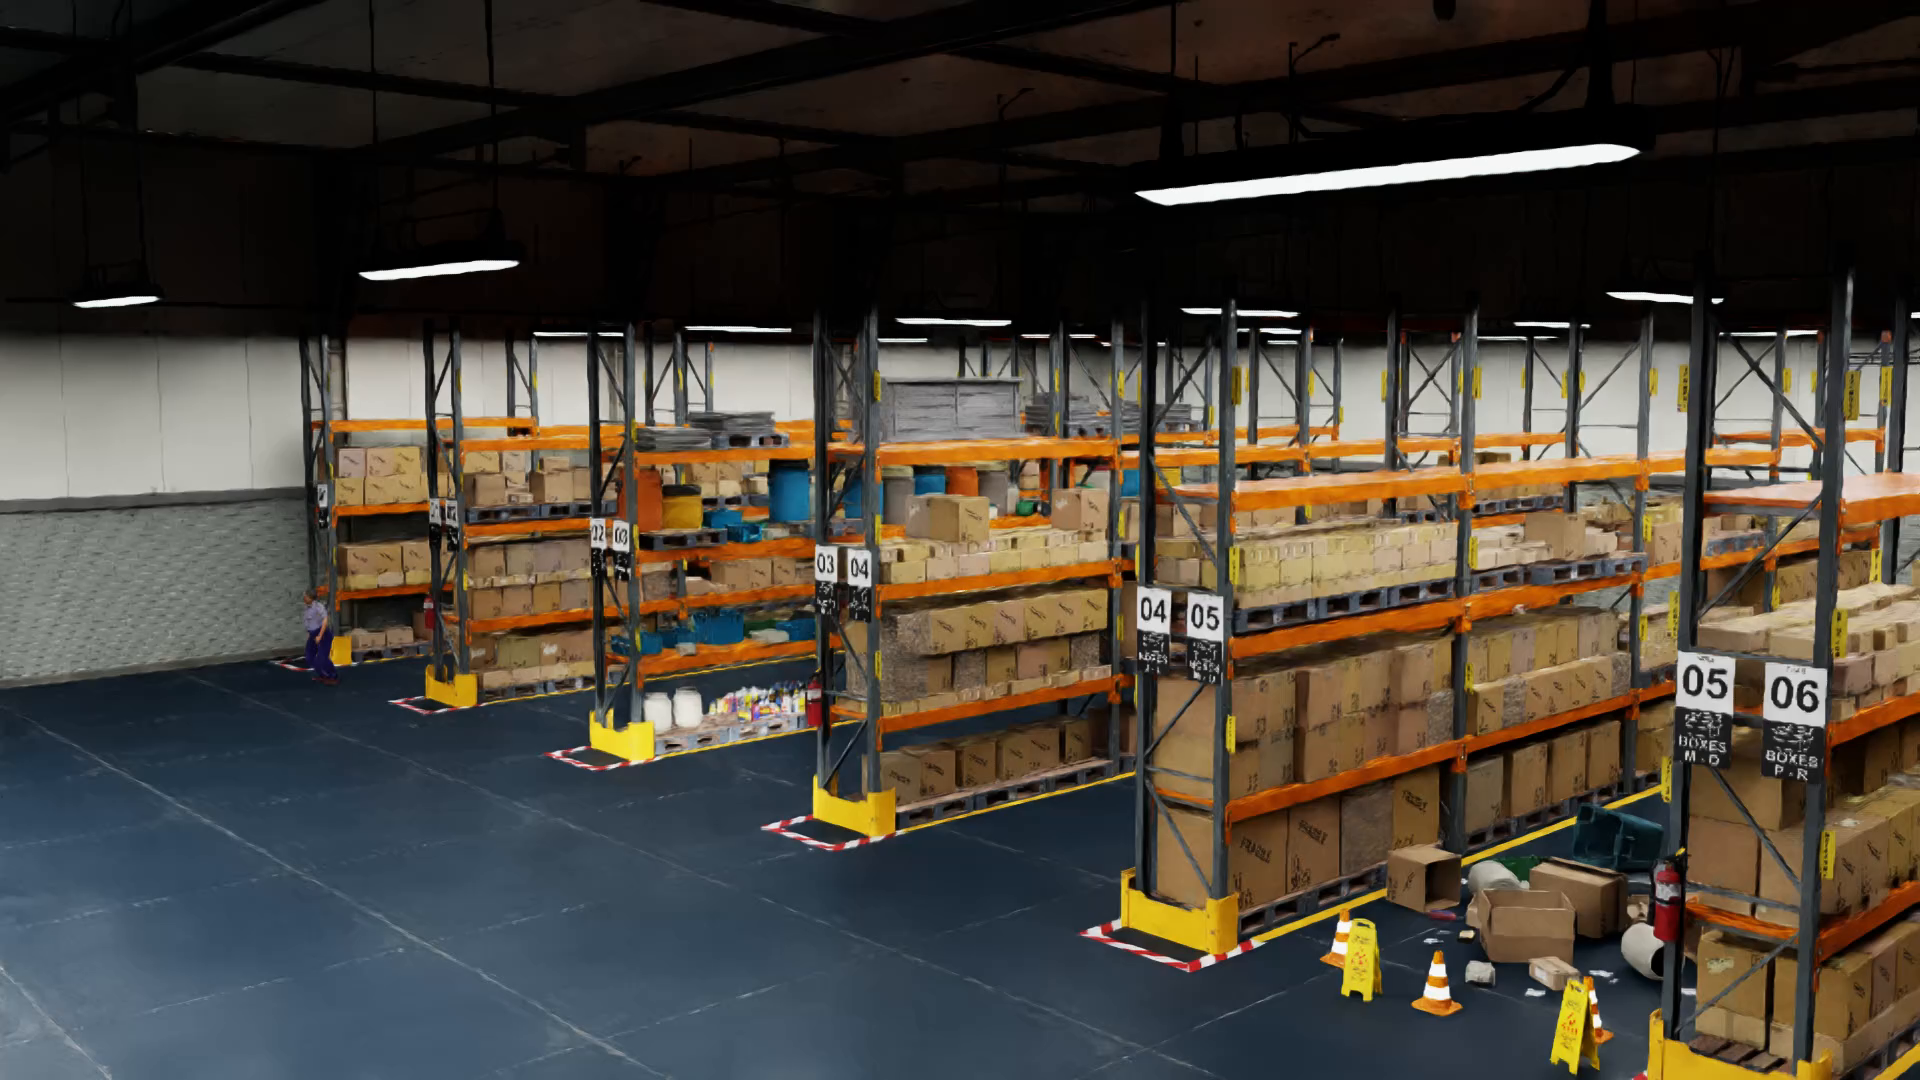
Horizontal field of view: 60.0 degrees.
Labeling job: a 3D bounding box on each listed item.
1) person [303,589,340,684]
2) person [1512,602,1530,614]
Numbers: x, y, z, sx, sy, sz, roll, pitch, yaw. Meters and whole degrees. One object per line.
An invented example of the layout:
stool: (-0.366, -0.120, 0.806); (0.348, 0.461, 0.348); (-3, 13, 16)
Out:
person: (-10.636, 1.600, 27.615); (0.507, 1.579, 0.626); (-6, 8, -45)
person: (8.841, 1.630, 26.030); (0.442, 1.792, 0.606); (2, 6, 16)
